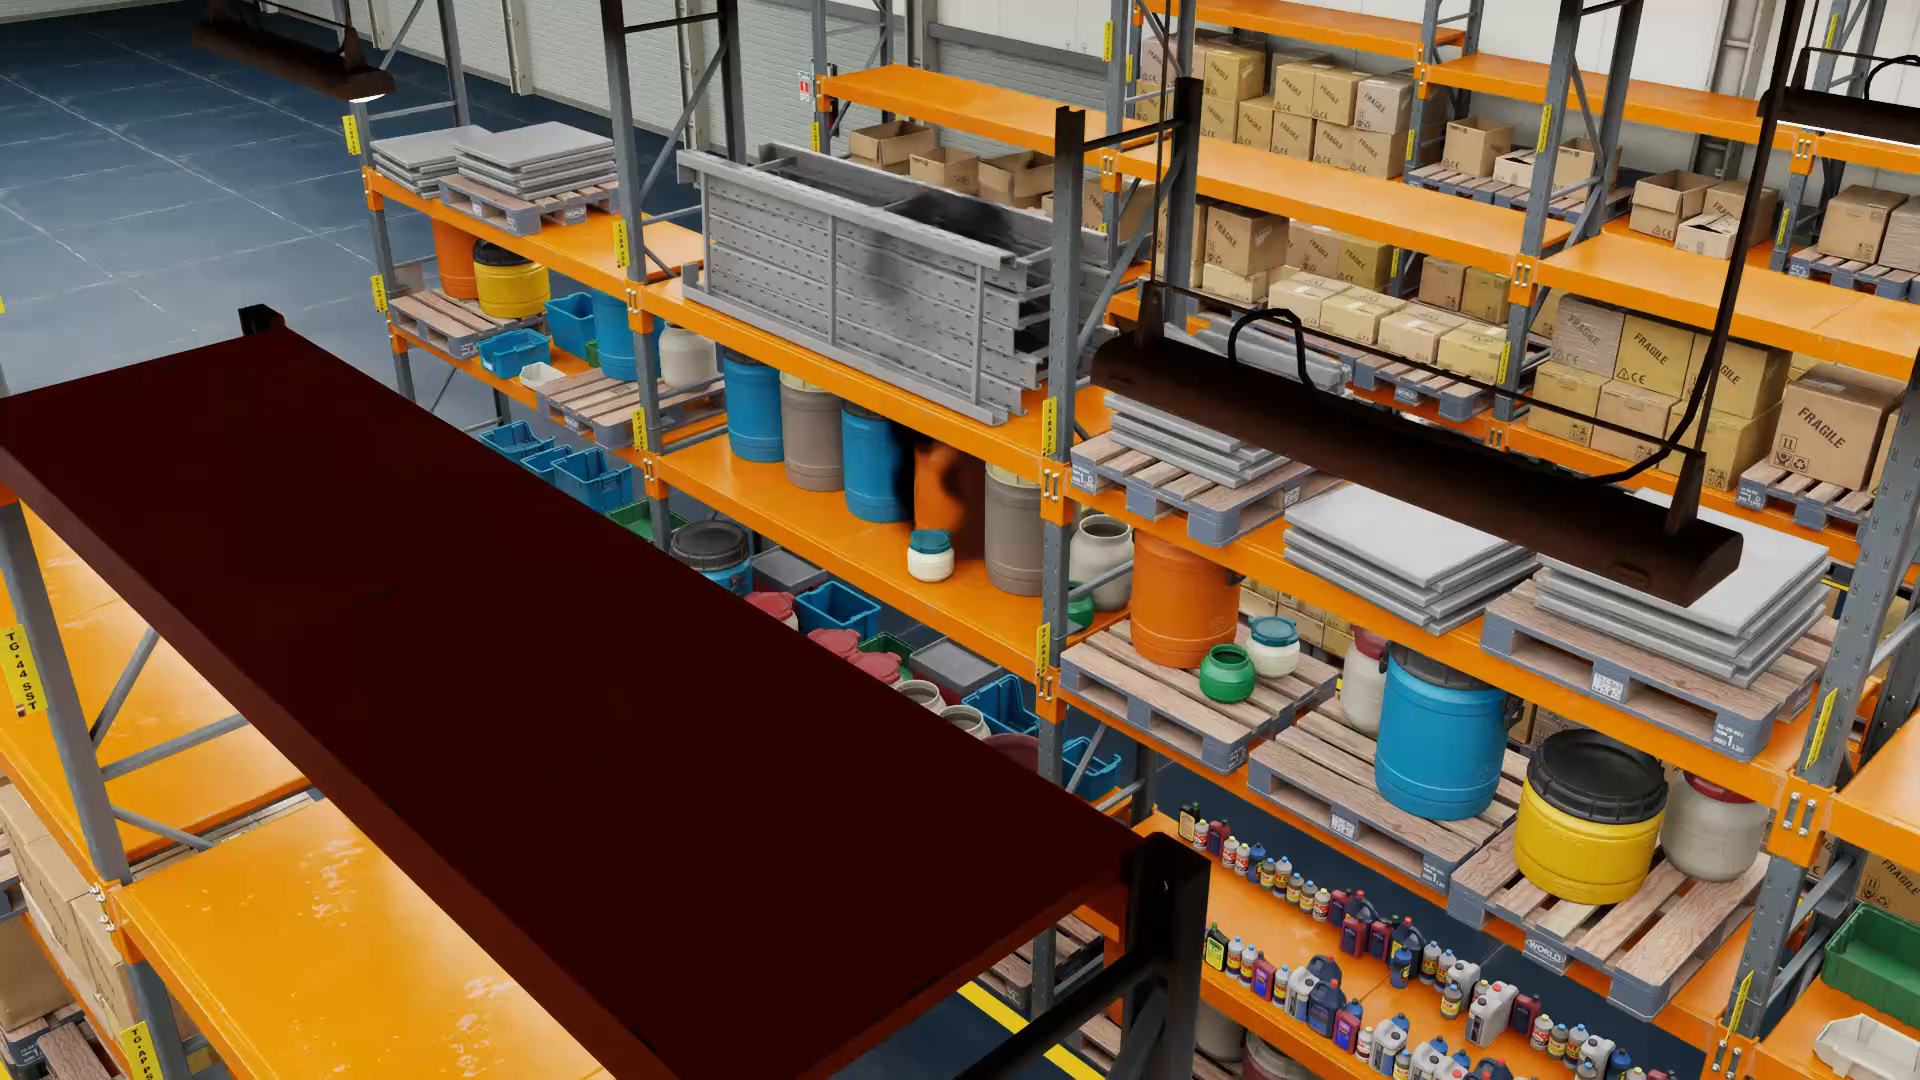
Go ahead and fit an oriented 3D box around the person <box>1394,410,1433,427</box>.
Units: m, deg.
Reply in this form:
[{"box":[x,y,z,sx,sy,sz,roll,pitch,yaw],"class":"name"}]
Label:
[{"box":[4.429,-0.887,16.661,0.586,1.737,0.638,22,35,35],"class":"person"}]
